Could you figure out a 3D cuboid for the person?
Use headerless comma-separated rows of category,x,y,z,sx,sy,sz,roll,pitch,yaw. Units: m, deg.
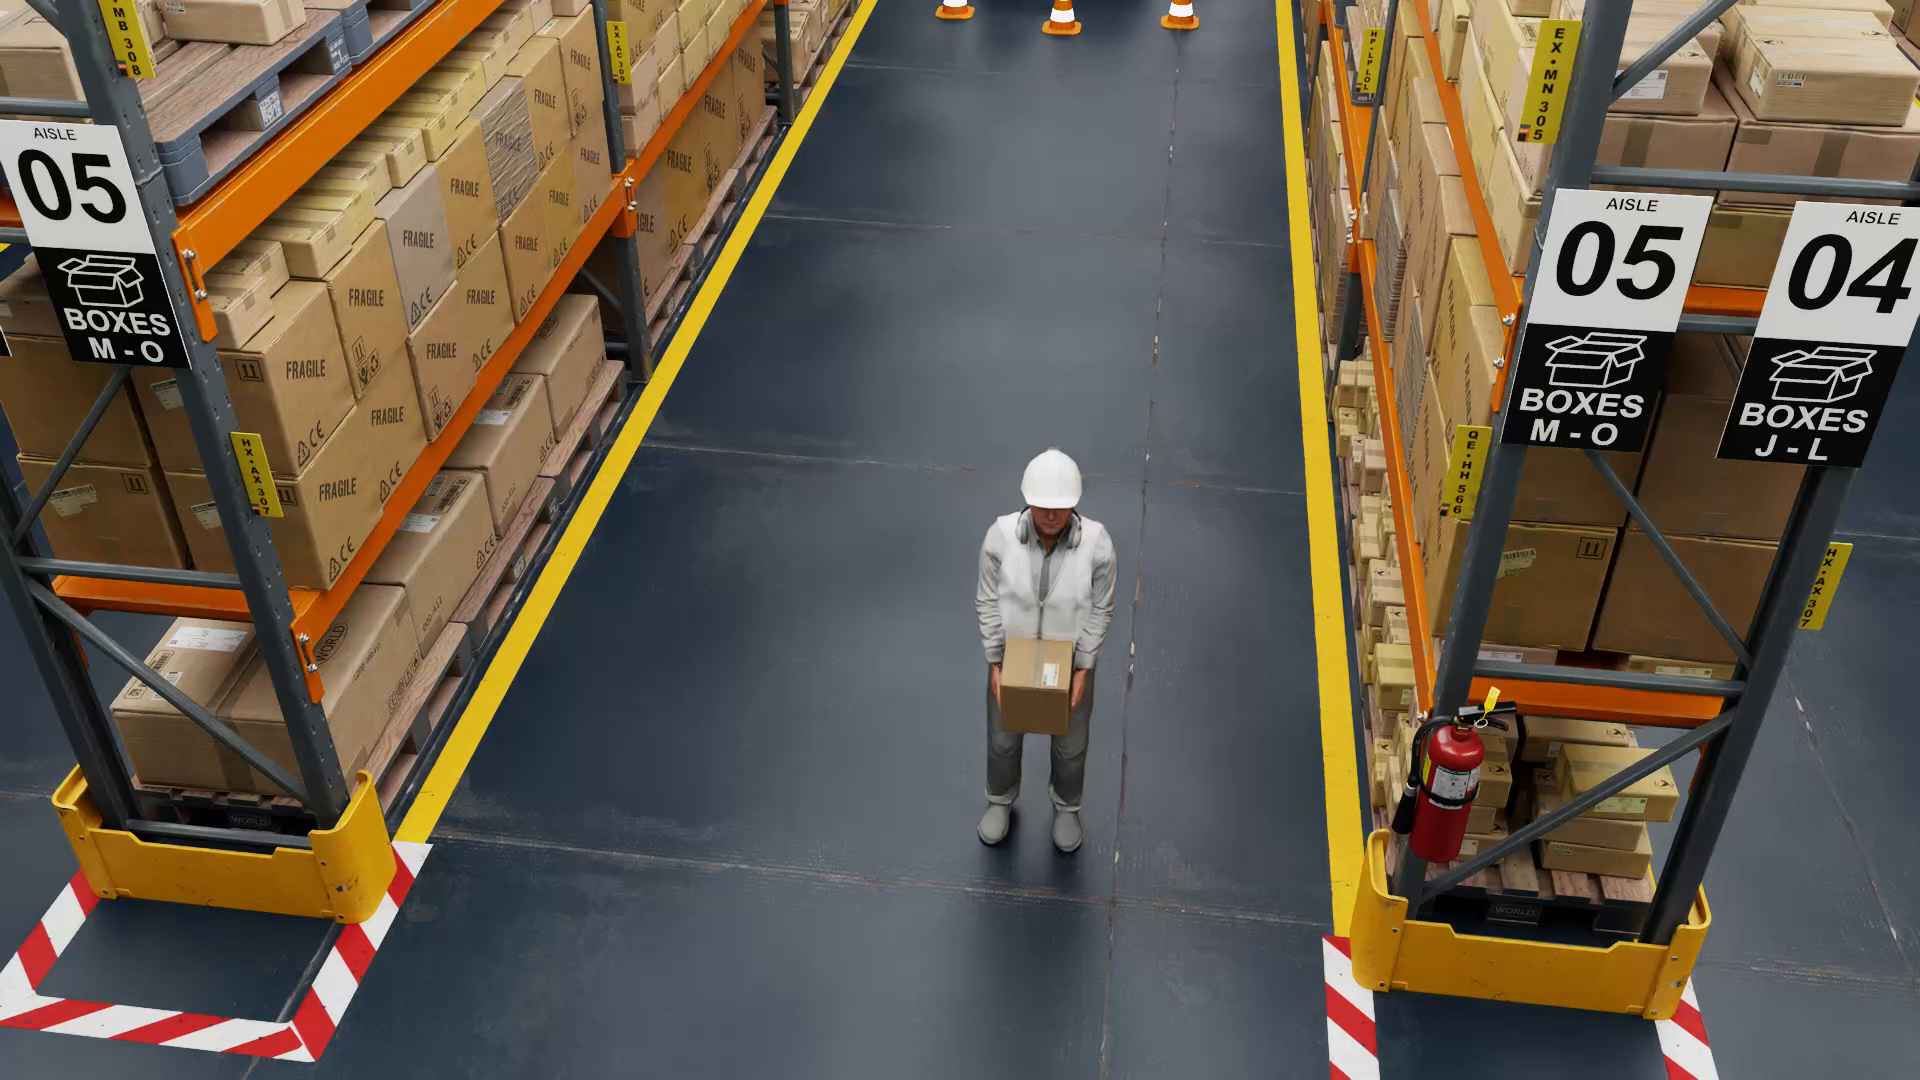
person,0.314,0.478,6.353,0.528,1.778,0.529,4,36,6
